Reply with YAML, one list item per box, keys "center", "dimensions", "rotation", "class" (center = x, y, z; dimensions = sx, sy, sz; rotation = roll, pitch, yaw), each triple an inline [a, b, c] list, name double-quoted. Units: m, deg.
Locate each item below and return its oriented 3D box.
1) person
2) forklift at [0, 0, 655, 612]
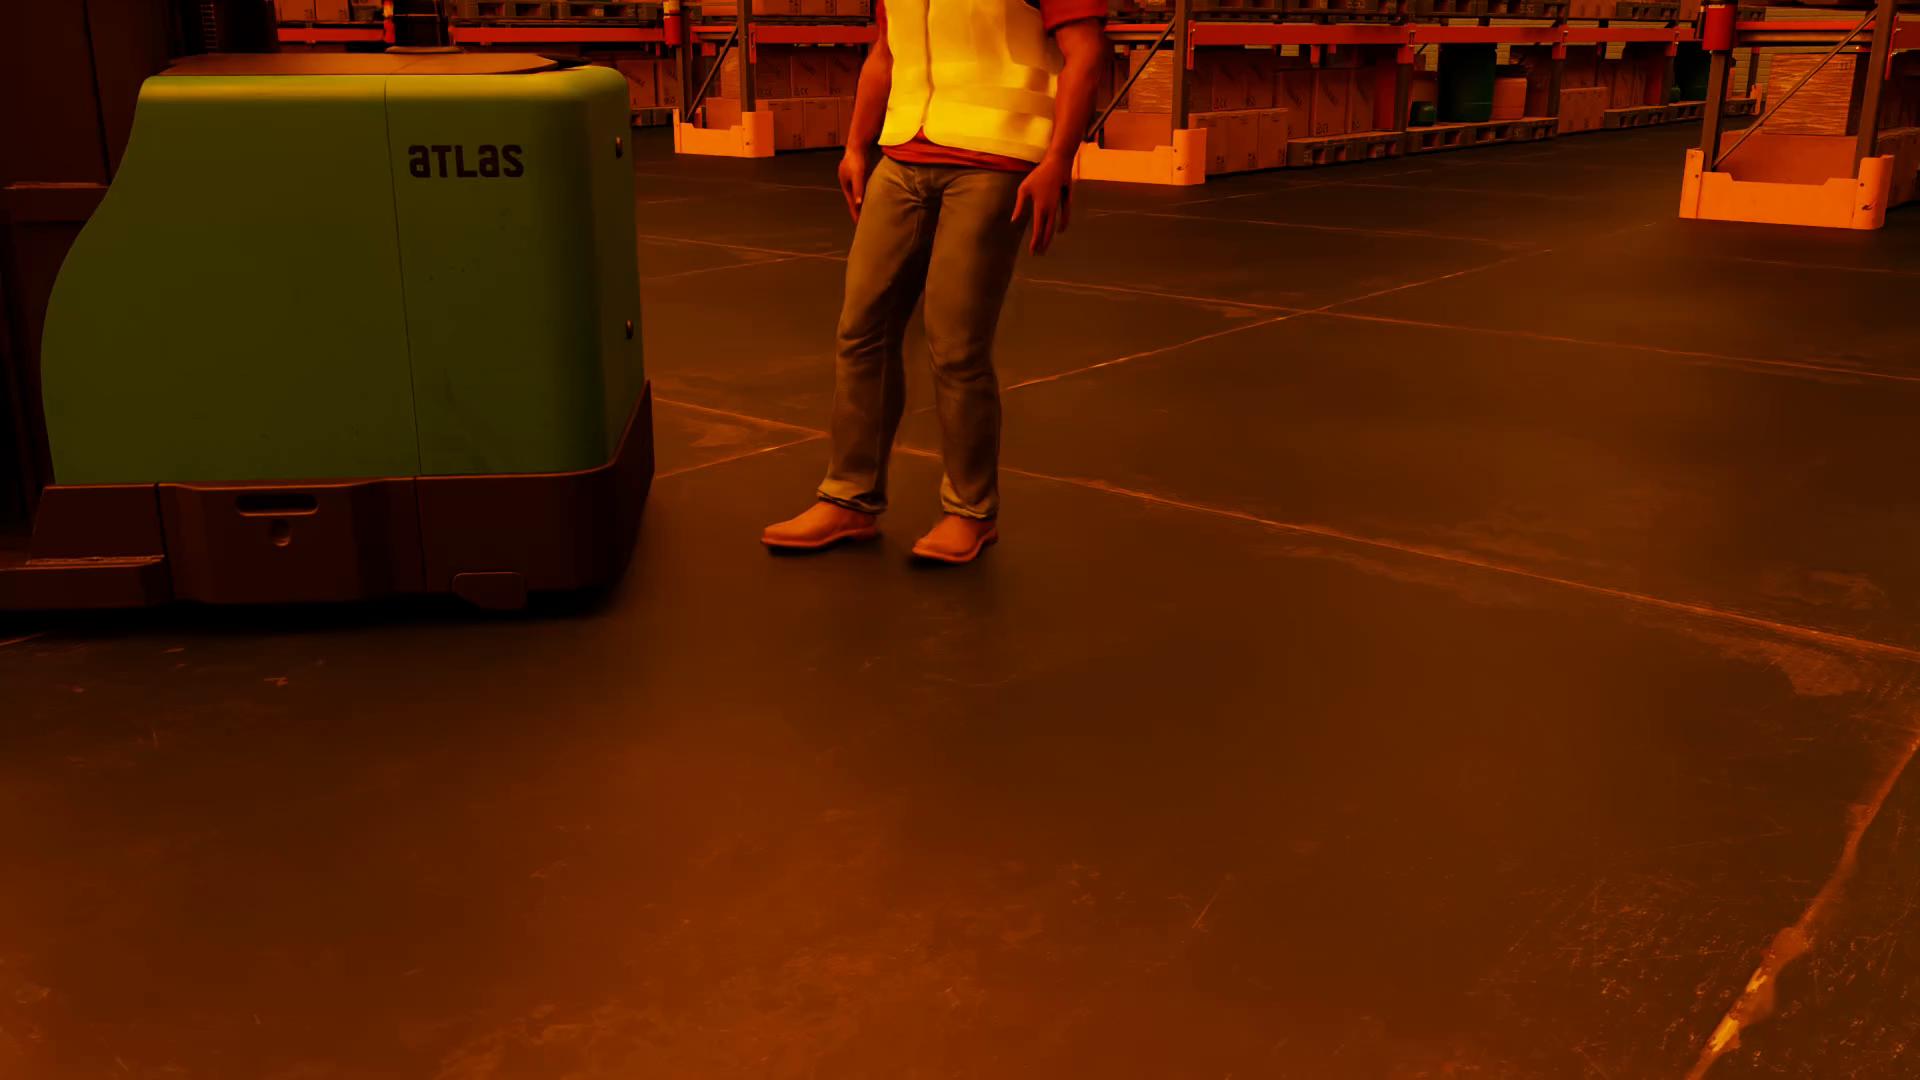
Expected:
- center: [-0.048, -0.804, 3.588]
  dimensions: [0.689, 1.753, 0.573]
  rotation: [15, 22, 40]
  class: "person"
- center: [-2.252, -1.346, 3.330]
  dimensions: [3.031, 2.935, 1.130]
  rotation: [-2, 17, -5]
  class: "forklift"
